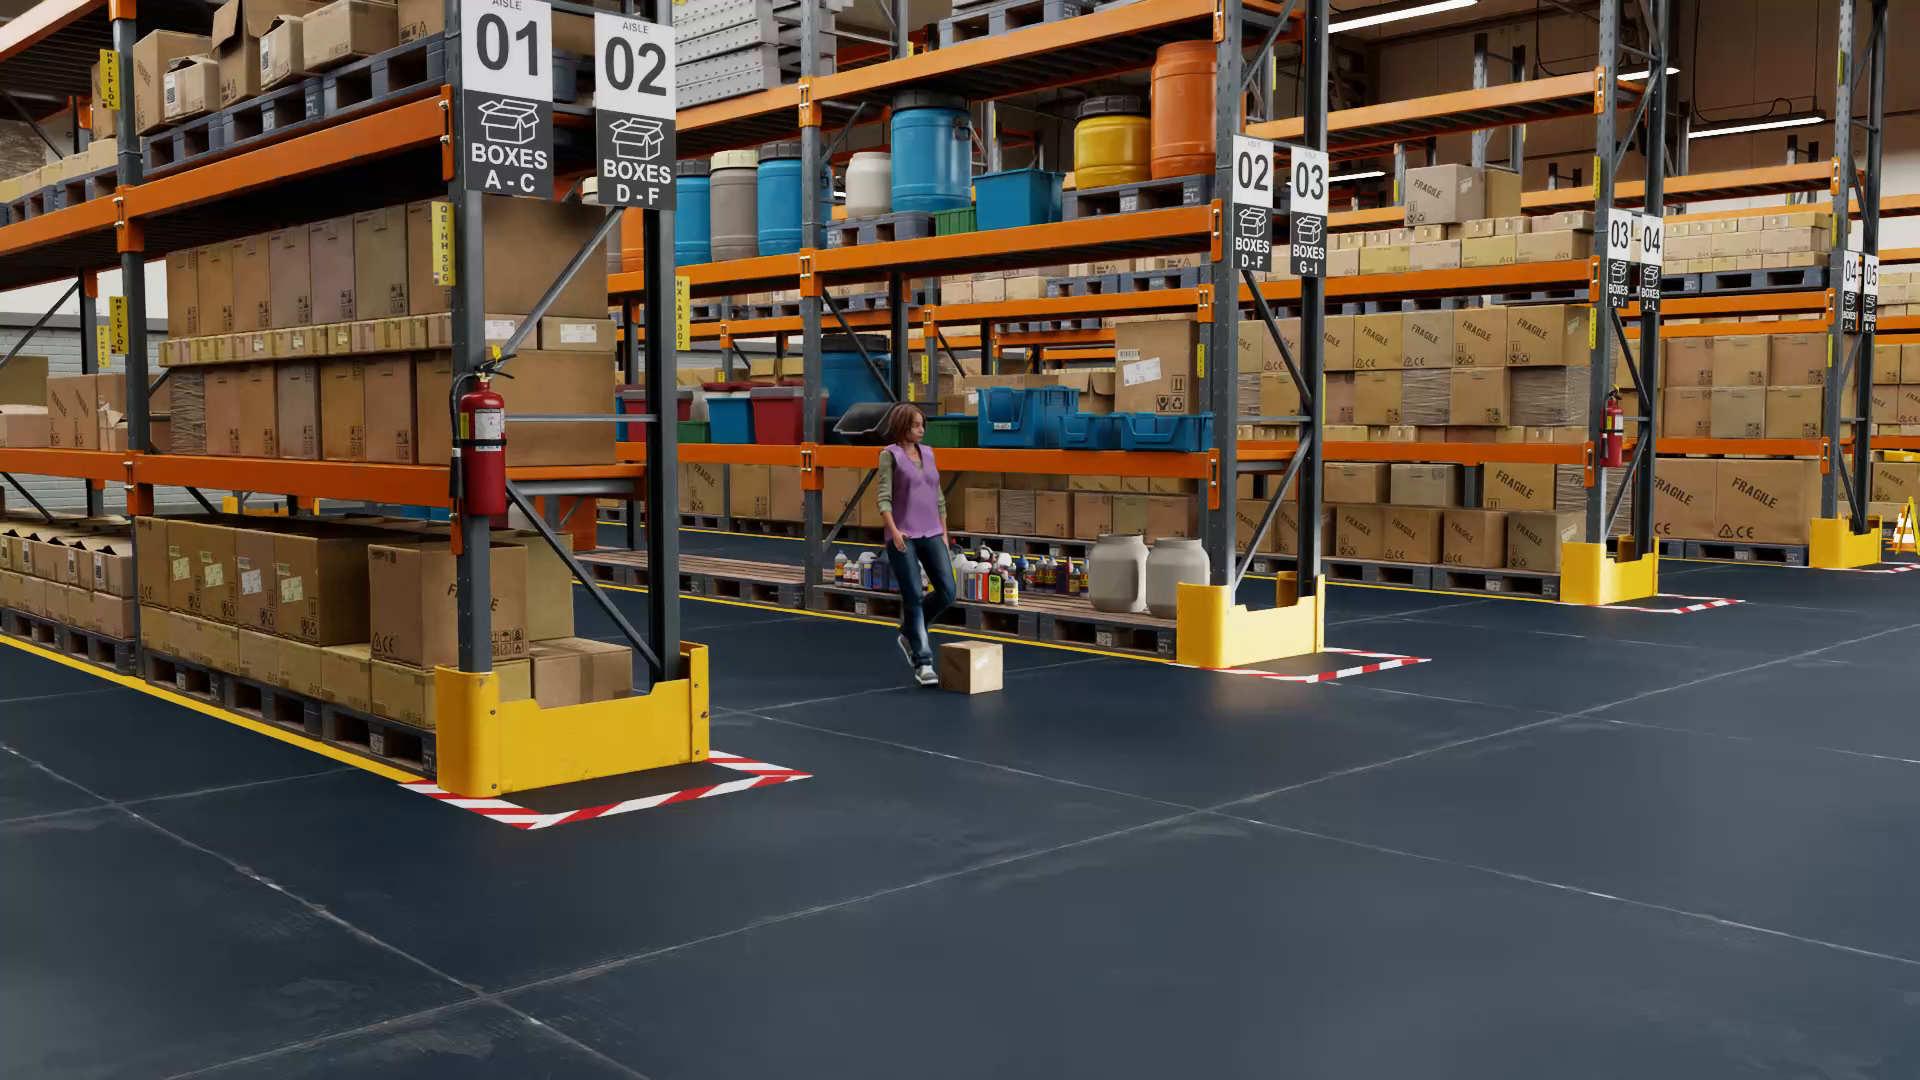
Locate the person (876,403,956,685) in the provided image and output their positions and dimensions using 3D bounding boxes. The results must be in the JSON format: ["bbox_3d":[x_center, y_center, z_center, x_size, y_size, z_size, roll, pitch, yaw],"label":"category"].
[{"bbox_3d":[-0.241,0.012,9.521,0.485,1.586,0.554,-3,5,-32],"label":"person"}]
